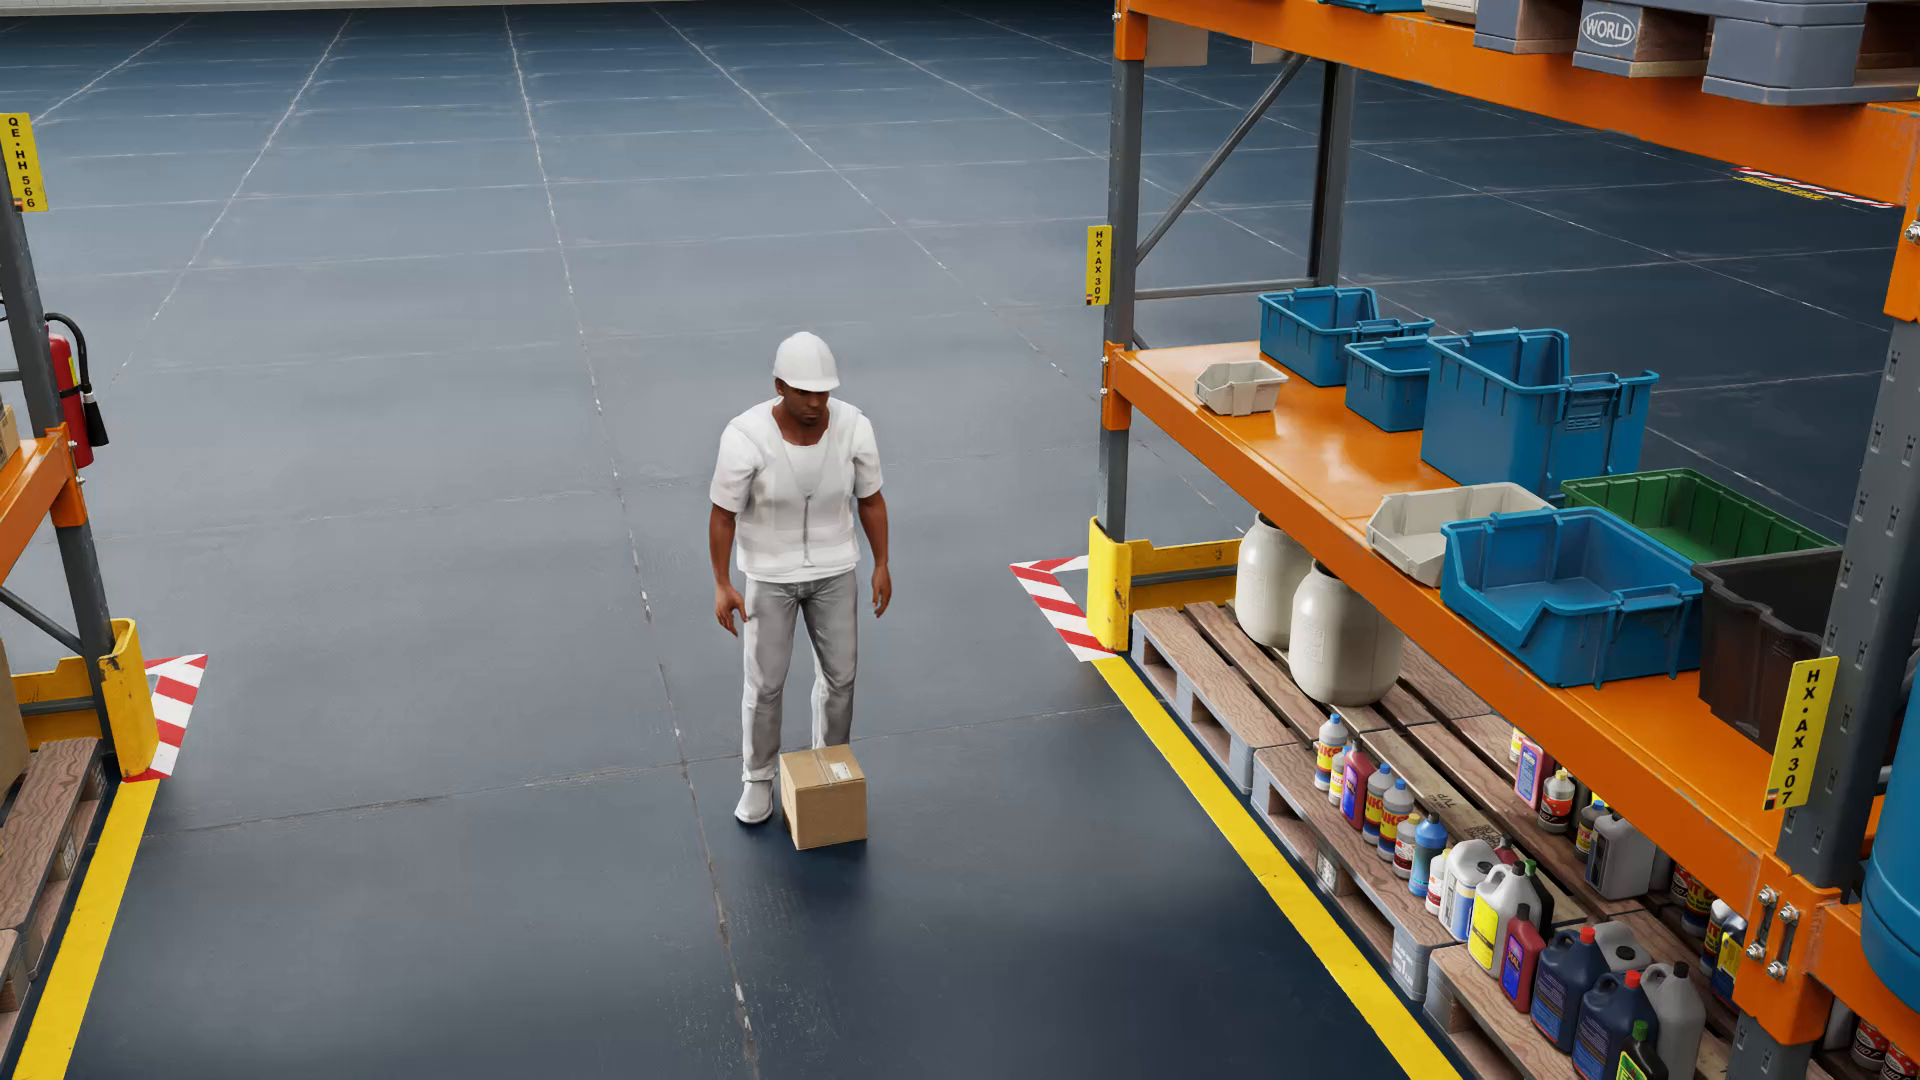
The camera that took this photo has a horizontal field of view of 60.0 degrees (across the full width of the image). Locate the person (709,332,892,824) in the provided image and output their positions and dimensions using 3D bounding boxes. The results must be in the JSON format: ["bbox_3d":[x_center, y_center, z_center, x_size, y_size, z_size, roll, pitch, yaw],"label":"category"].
[{"bbox_3d":[-0.545,0.125,5.772,0.636,1.761,0.454,-7,24,-17],"label":"person"}]
